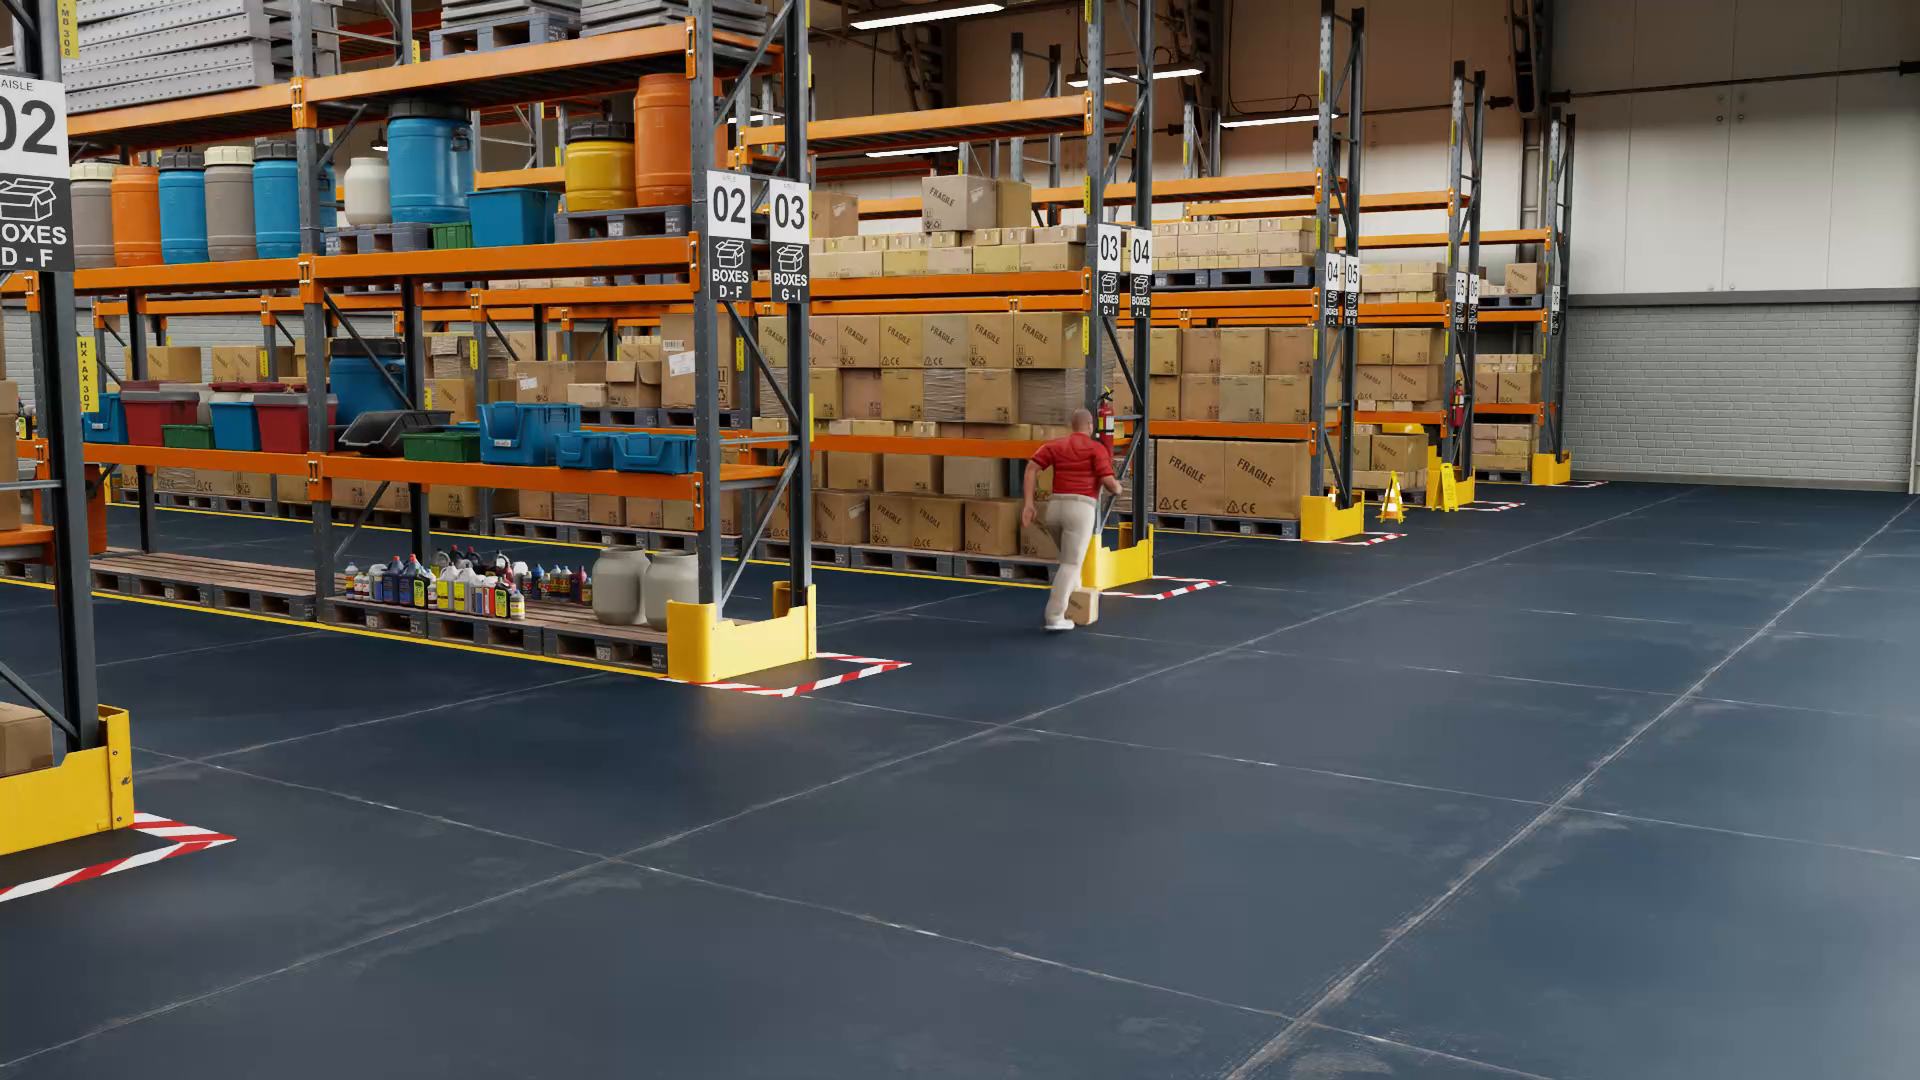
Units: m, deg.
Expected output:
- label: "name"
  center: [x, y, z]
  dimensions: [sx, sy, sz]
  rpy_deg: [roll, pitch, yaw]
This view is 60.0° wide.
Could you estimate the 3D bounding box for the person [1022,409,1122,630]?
- label: "person"
  center: [0.856, -0.171, 12.670]
  dimensions: [0.678, 1.649, 0.921]
  rpy_deg: [5, 8, 40]
